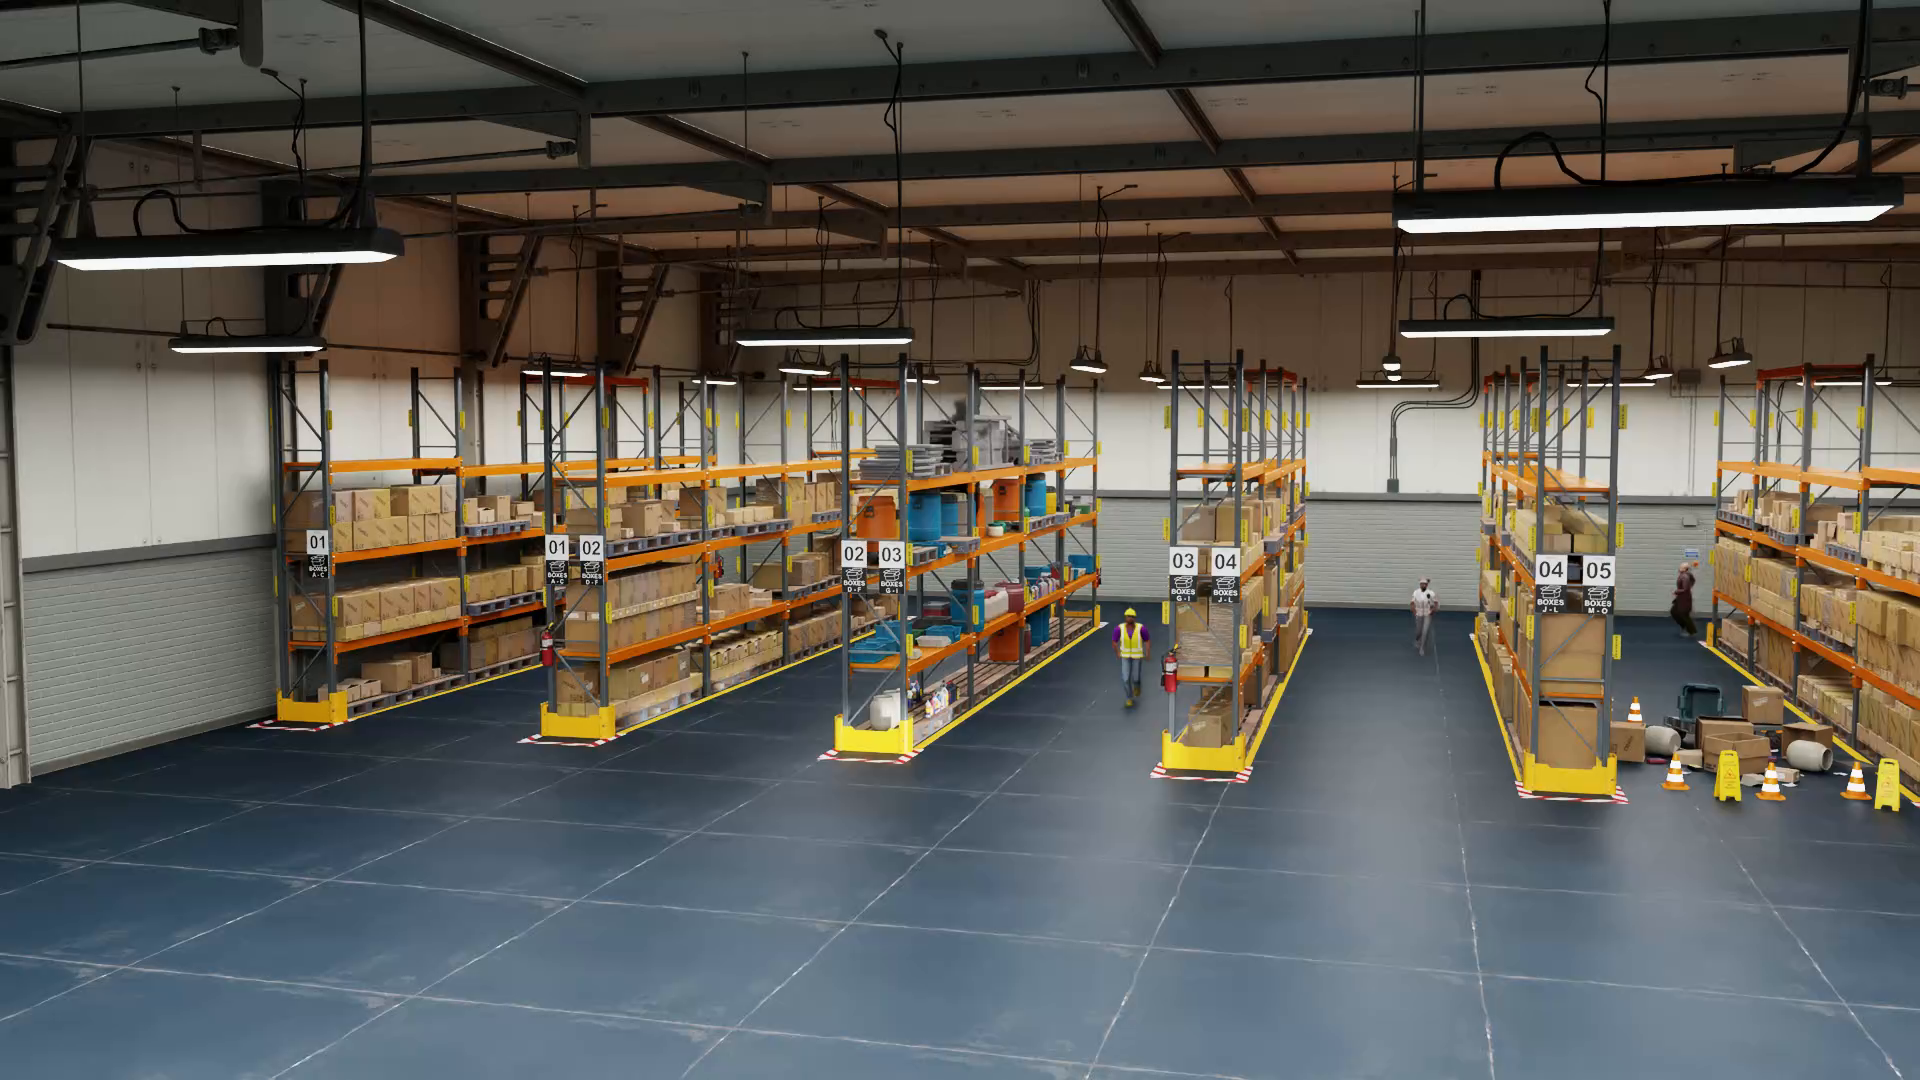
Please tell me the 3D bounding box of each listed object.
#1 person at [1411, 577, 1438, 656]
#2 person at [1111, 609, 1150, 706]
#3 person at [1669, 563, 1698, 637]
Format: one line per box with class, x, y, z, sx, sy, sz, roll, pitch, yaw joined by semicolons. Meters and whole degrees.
person;9.957;1.621;35.648;0.576;1.679;0.609;1;4;19
person;3.001;2.051;29.240;0.685;1.710;0.624;1;4;7
person;16.652;1.384;38.232;0.685;1.742;0.729;1;4;16
